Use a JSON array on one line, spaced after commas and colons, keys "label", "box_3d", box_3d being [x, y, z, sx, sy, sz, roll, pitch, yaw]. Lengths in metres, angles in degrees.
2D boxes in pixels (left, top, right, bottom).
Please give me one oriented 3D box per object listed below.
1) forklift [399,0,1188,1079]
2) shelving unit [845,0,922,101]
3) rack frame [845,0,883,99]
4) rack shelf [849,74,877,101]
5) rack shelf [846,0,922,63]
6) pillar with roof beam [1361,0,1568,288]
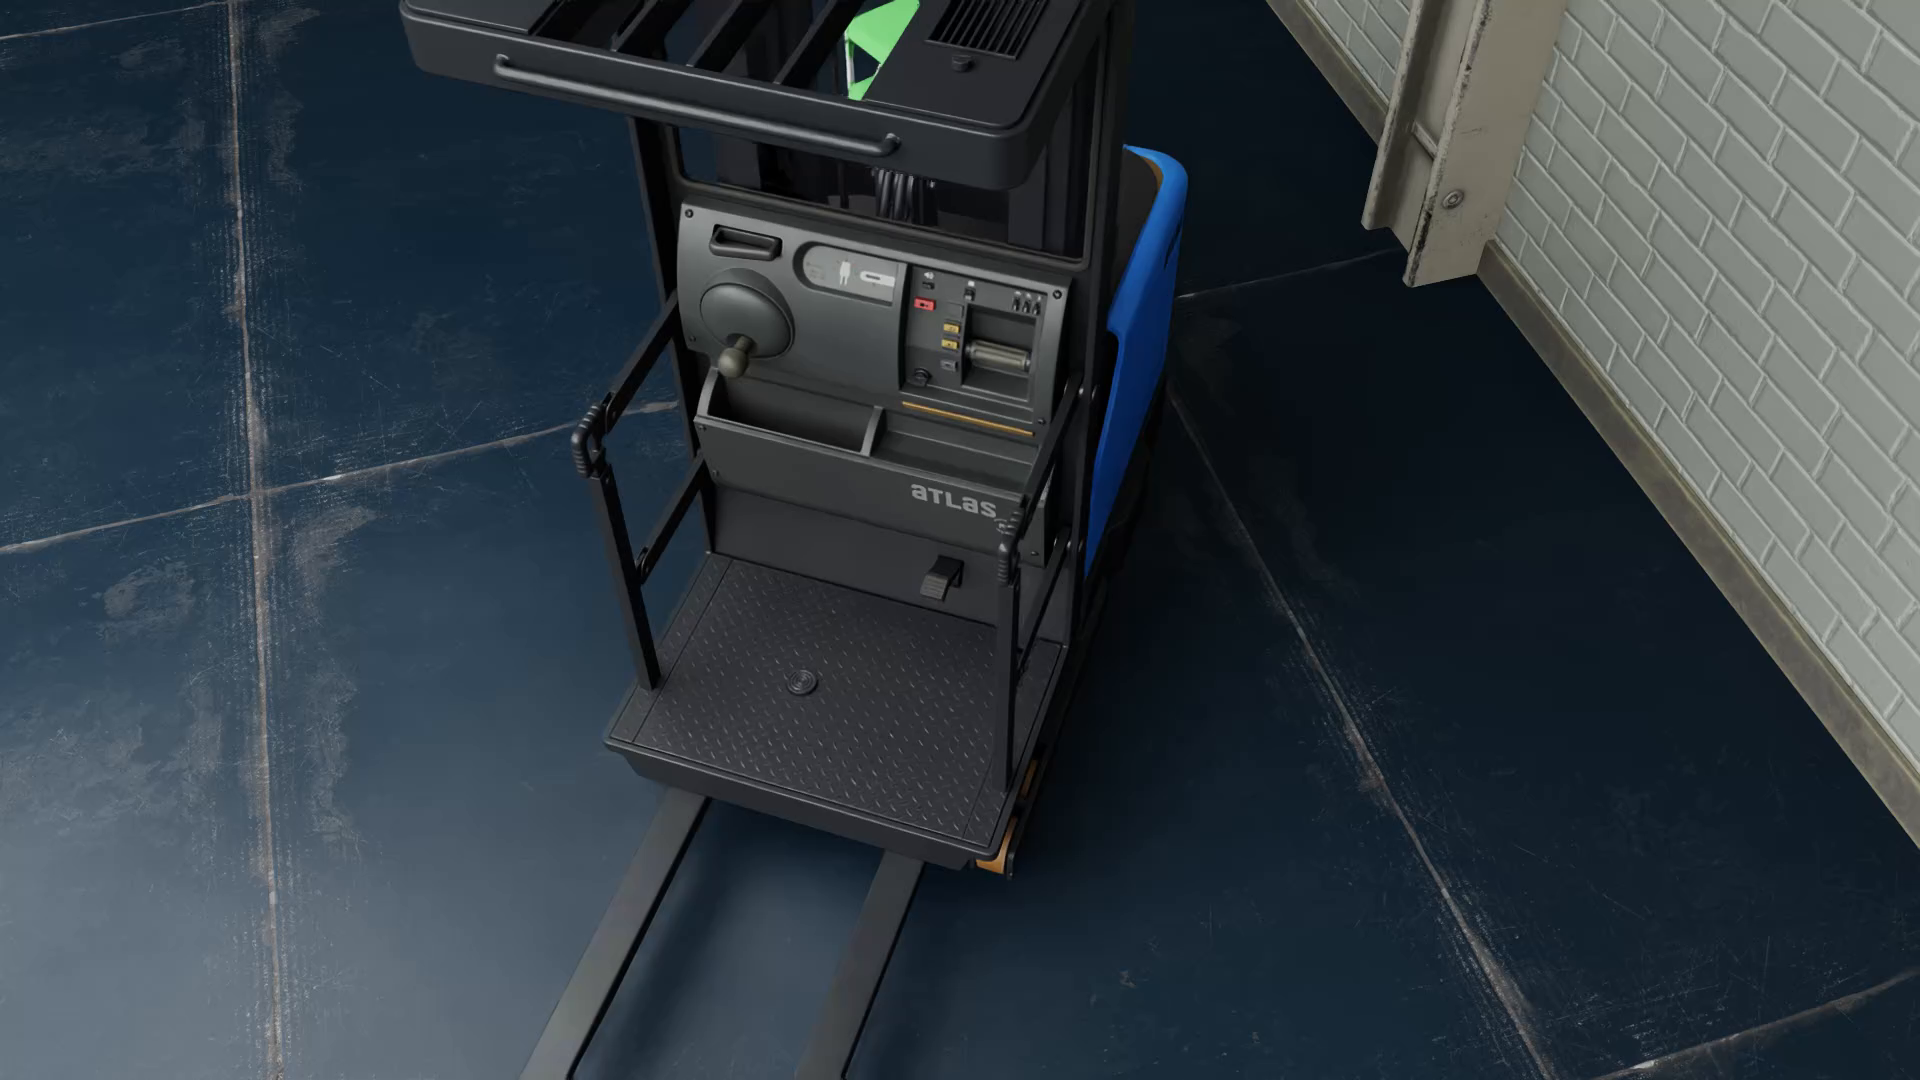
[{"label": "forklift", "box_3d": [-0.278, -0.405, 3.675, 1.130, 2.935, 3.031, 14, 51, 12]}, {"label": "shelving unit", "box_3d": [-0.115, -1.241, 5.512, 0.258, 1.200, 0.503, -31, 56, -23]}, {"label": "rack frame", "box_3d": [-0.264, -1.389, 5.636, 0.240, 1.200, 0.015, -31, 56, -23]}, {"label": "rack shelf", "box_3d": [-0.115, -1.355, 5.377, 0.258, 0.148, 0.480, -31, 56, -23]}, {"label": "rack shelf", "box_3d": [-0.115, -1.509, 5.194, 0.258, 0.148, 0.480, -31, 56, -23]}, {"label": "pillar with roof beam", "box_3d": [-2.400, -3.019, 1.910, 9.100, 9.000, 0.400, -13, 51, -11]}]
